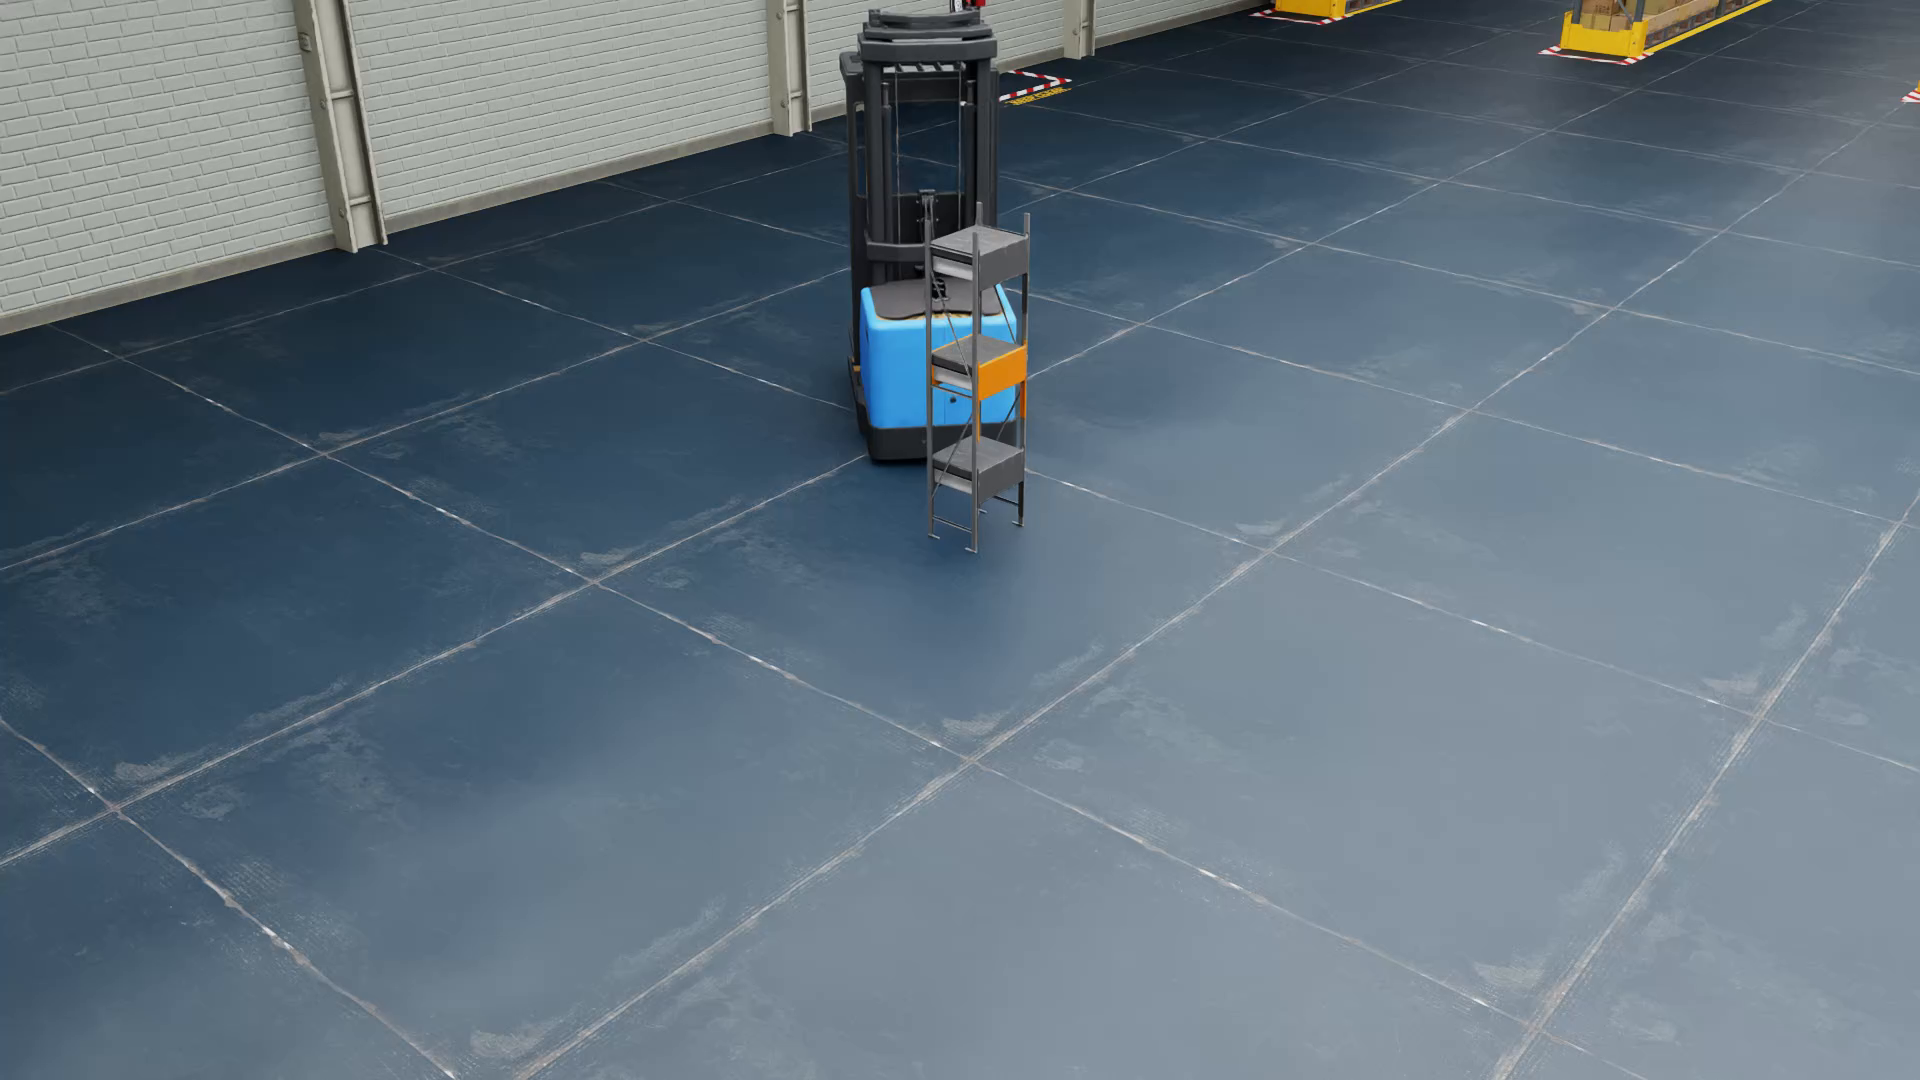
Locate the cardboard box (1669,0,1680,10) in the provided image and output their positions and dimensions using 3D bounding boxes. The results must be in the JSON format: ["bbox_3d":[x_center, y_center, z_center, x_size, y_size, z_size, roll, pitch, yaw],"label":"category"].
[{"bbox_3d":[10.750,-8.450,25.538,0.500,0.500,0.500,21,34,34],"label":"cardboard box"}]

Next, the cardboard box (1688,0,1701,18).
[{"bbox_3d":[11.398,-8.466,26.387,0.500,0.250,0.500,21,34,34],"label":"cardboard box"}]

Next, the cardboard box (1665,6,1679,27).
[{"bbox_3d":[10.759,-8.113,25.704,0.500,0.250,0.500,21,34,34],"label":"cardboard box"}]

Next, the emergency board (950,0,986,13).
[{"bbox_3d":[0.148,-7.622,22.220,0.194,1.169,0.643,21,34,34],"label":"emergency board"}]

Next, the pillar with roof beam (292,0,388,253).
[{"bbox_3d":[-2.562,-5.639,11.857,9.100,9.000,0.400,21,34,34],"label":"pillar with roof beam"}]

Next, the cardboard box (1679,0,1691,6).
[{"bbox_3d":[11.082,-8.622,25.871,0.500,0.500,0.500,21,34,34],"label":"cardboard box"}]

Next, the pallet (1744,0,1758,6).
[{"bbox_3d":[13.371,-9.554,28.988,1.003,0.211,1.213,21,34,34],"label":"pallet"}]

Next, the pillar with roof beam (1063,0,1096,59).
[{"bbox_3d":[5.071,-9.894,20.081,9.100,9.000,0.400,21,34,34],"label":"pillar with roof beam"}]

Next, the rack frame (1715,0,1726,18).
[{"bbox_3d":[12.157,-10.085,26.981,1.000,3.000,0.127,21,34,34],"label":"rack frame"}]

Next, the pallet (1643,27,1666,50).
[{"bbox_3d":[10.067,-7.712,25.428,1.003,0.211,1.213,21,34,34],"label":"pallet"}]

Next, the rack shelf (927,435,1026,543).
[{"bbox_3d":[0.105,-0.357,10.709,0.431,0.518,0.480,21,34,34],"label":"rack shelf"}]

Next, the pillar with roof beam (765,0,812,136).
[{"bbox_3d":[1.255,-7.766,15.969,9.100,9.000,0.400,21,34,34],"label":"pillar with roof beam"}]

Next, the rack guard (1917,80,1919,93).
[{"bbox_3d":[13.445,-6.149,22.092,1.175,0.500,0.348,21,34,34],"label":"rack guard"}]

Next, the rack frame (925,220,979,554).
[{"bbox_3d":[-0.050,-0.905,10.214,0.400,2.100,0.015,21,34,34],"label":"rack frame"}]

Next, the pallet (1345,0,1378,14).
[{"bbox_3d":[6.380,-9.180,28.265,1.003,0.211,1.213,21,34,34],"label":"pallet"}]

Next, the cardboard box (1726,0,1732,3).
[{"bbox_3d":[12.605,-9.121,27.653,0.500,0.250,0.500,20,33,33],"label":"cardboard box"}]

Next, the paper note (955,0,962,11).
[{"bbox_3d":[-0.018,-7.188,22.340,0.016,0.148,0.142,21,34,34],"label":"paper note"}]

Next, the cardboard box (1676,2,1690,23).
[{"bbox_3d":[11.081,-8.289,26.044,0.500,0.250,0.500,21,34,34],"label":"cardboard box"}]

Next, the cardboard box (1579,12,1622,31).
[{"bbox_3d":[9.726,-7.909,25.309,0.500,0.250,0.500,21,34,34],"label":"cardboard box"}]

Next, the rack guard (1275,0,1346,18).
[{"bbox_3d":[5.836,-9.030,27.662,1.175,0.500,0.348,21,34,34],"label":"rack guard"}]

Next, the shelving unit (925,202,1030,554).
[{"bbox_3d":[0.105,-0.991,10.381,0.431,2.100,0.503,21,34,34],"label":"shelving unit"}]

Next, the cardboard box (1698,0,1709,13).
[{"bbox_3d":[11.705,-8.648,26.738,0.500,0.250,0.500,21,34,34],"label":"cardboard box"}]

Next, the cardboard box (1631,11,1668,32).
[{"bbox_3d":[10.441,-7.936,25.361,0.500,0.250,0.500,21,34,34],"label":"cardboard box"}]

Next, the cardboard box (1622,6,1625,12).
[{"bbox_3d":[10.035,-8.090,25.659,0.500,0.250,0.500,21,34,34],"label":"cardboard box"}]

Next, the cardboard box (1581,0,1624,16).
[{"bbox_3d":[9.724,-8.243,25.138,0.500,0.500,0.500,21,34,34],"label":"cardboard box"}]

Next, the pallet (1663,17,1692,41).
[{"bbox_3d":[10.843,-8.143,26.260,1.003,0.211,1.213,21,34,34],"label":"pallet"}]

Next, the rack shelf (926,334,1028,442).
[{"bbox_3d":[0.105,-0.979,10.387,0.431,0.518,0.480,21,34,34],"label":"rack shelf"}]

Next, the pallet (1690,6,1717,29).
[{"bbox_3d":[11.619,-8.577,27.100,1.003,0.211,1.213,21,34,34],"label":"pallet"}]

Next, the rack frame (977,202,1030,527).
[{"bbox_3d":[0.261,-1.078,10.548,0.400,2.100,0.015,21,34,34],"label":"rack frame"}]

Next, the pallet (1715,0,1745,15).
[{"bbox_3d":[12.596,-9.120,28.149,1.003,0.211,1.213,21,34,34],"label":"pallet"}]

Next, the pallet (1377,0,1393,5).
[{"bbox_3d":[7.157,-9.610,29.097,1.003,0.211,1.213,21,34,34],"label":"pallet"}]

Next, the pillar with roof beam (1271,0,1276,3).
[{"bbox_3d":[8.888,-12.021,24.193,9.100,9.000,0.400,21,34,34],"label":"pillar with roof beam"}]

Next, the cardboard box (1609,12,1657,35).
[{"bbox_3d":[10.126,-7.758,25.017,0.500,0.250,0.500,21,34,34],"label":"cardboard box"}]

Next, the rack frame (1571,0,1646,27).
[{"bbox_3d":[9.613,-8.667,24.239,1.000,3.000,0.127,21,34,34],"label":"rack frame"}]

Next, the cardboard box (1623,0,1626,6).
[{"bbox_3d":[10.349,-8.601,25.832,0.500,0.500,0.500,21,34,34],"label":"cardboard box"}]

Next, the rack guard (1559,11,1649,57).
[{"bbox_3d":[9.598,-7.548,24.797,1.175,0.500,0.348,21,34,34],"label":"rack guard"}]

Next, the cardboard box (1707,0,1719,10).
[{"bbox_3d":[12.031,-8.822,27.075,0.500,0.250,0.500,21,34,34],"label":"cardboard box"}]

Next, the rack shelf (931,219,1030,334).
[{"bbox_3d":[0.105,-1.601,10.066,0.431,0.518,0.480,21,34,34],"label":"rack shelf"}]

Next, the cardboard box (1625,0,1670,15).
[{"bbox_3d":[10.442,-8.269,25.188,0.500,0.500,0.500,21,34,34],"label":"cardboard box"}]

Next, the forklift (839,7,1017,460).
[{"bbox_3d":[-0.298,-2.514,12.420,1.130,2.935,3.031,-3,28,-7],"label":"forklift"}]
